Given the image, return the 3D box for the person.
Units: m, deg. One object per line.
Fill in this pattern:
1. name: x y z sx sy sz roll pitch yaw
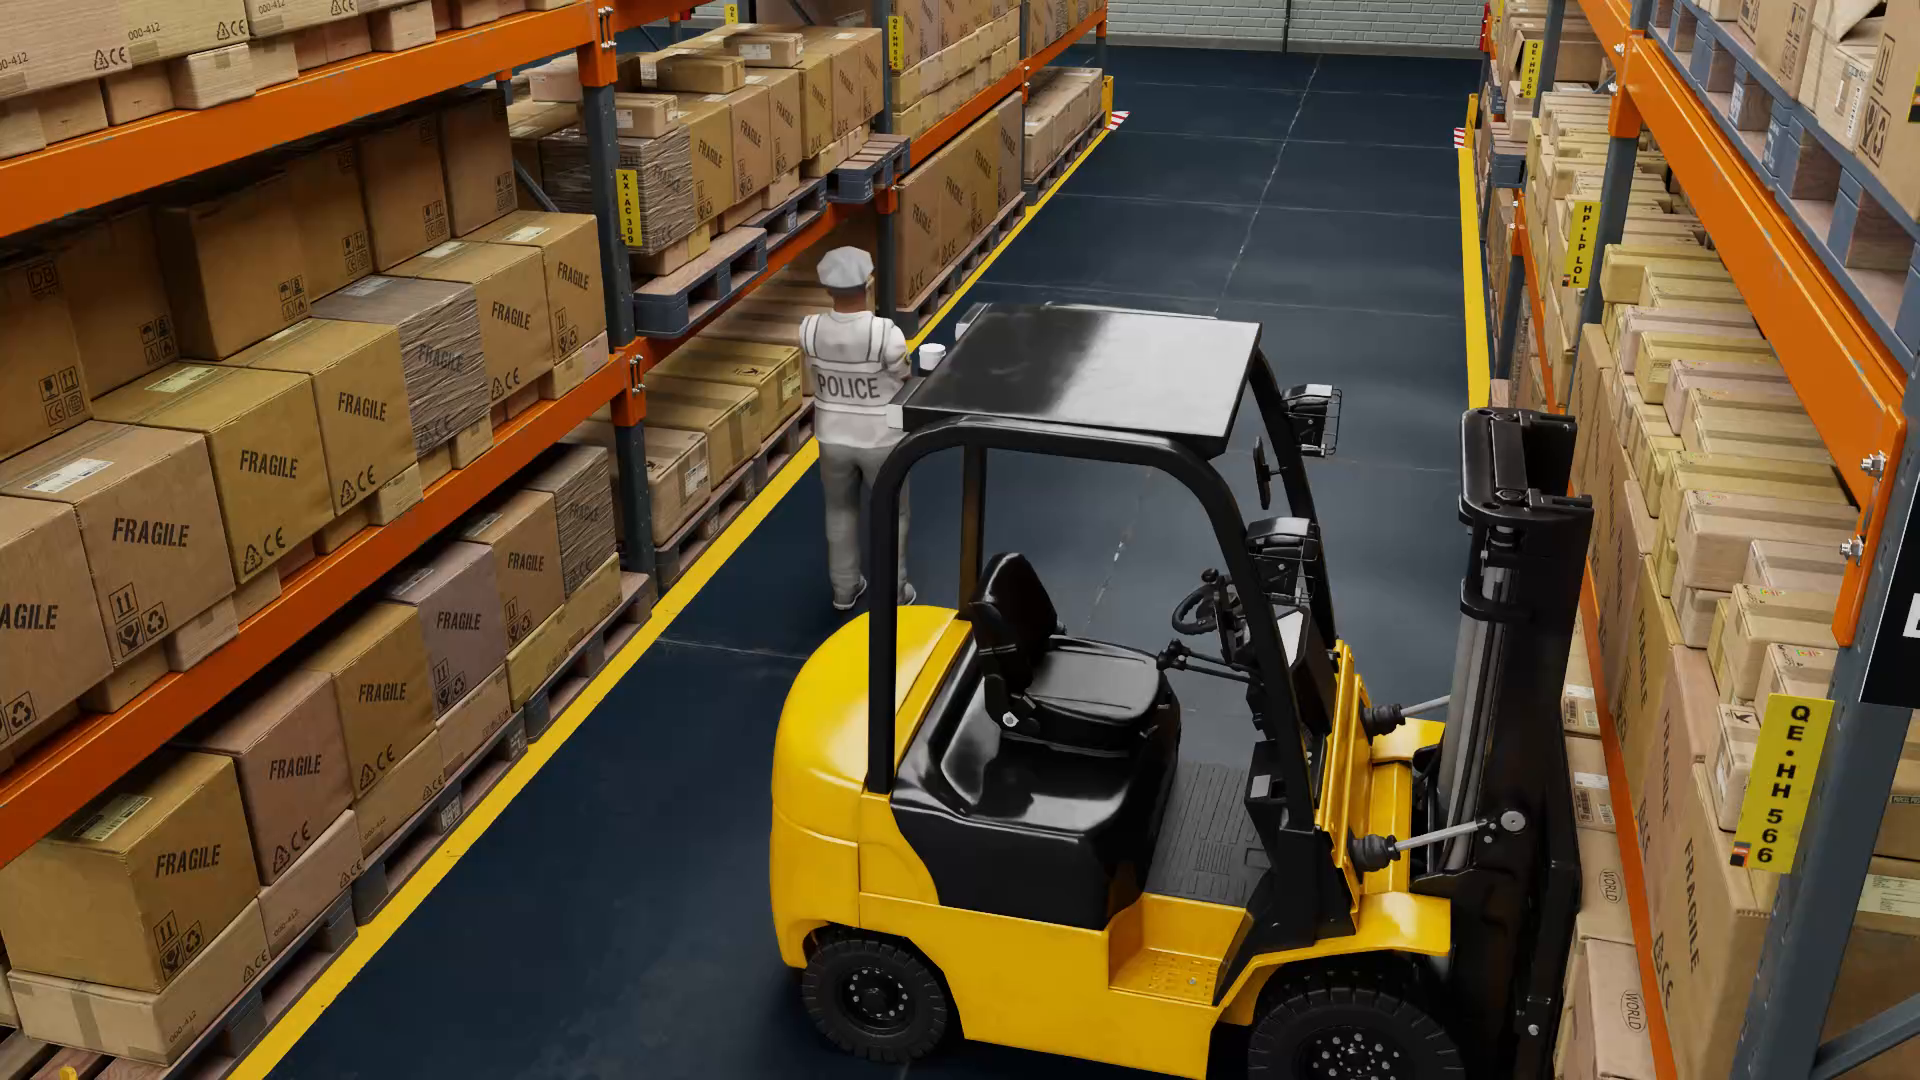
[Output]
1. person: -0.445 -0.510 7.662 0.494 1.768 0.572 6 26 12
